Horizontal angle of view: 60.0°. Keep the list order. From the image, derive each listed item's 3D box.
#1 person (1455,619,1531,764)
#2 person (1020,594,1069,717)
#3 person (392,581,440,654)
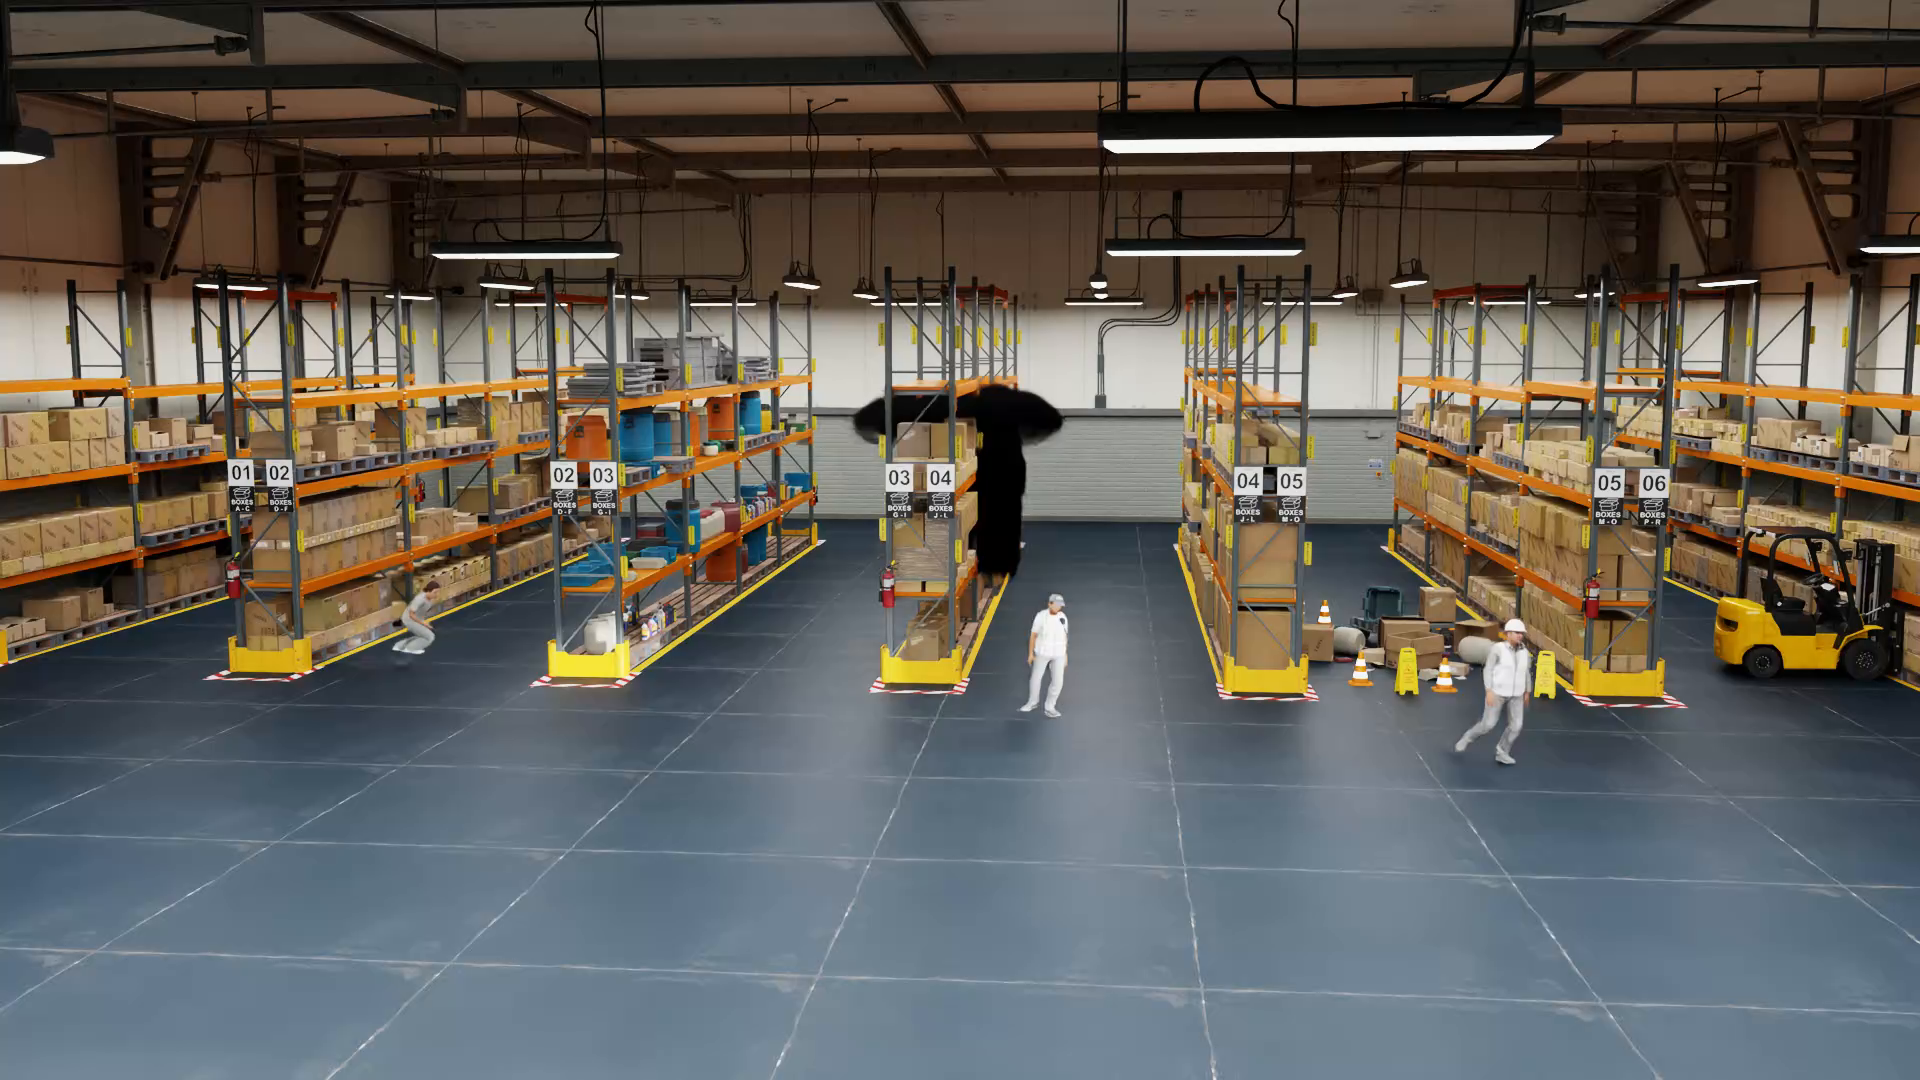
[{"bbox_3d":[6.326,1.767,19.633,0.807,1.712,0.581,-1,7,-10],"label":"person"},{"bbox_3d":[1.125,1.520,22.050,0.615,1.645,0.506,-2,7,-15],"label":"person"},{"bbox_3d":[-8.134,1.160,24.873,0.908,1.146,0.641,1,7,6],"label":"person"}]
